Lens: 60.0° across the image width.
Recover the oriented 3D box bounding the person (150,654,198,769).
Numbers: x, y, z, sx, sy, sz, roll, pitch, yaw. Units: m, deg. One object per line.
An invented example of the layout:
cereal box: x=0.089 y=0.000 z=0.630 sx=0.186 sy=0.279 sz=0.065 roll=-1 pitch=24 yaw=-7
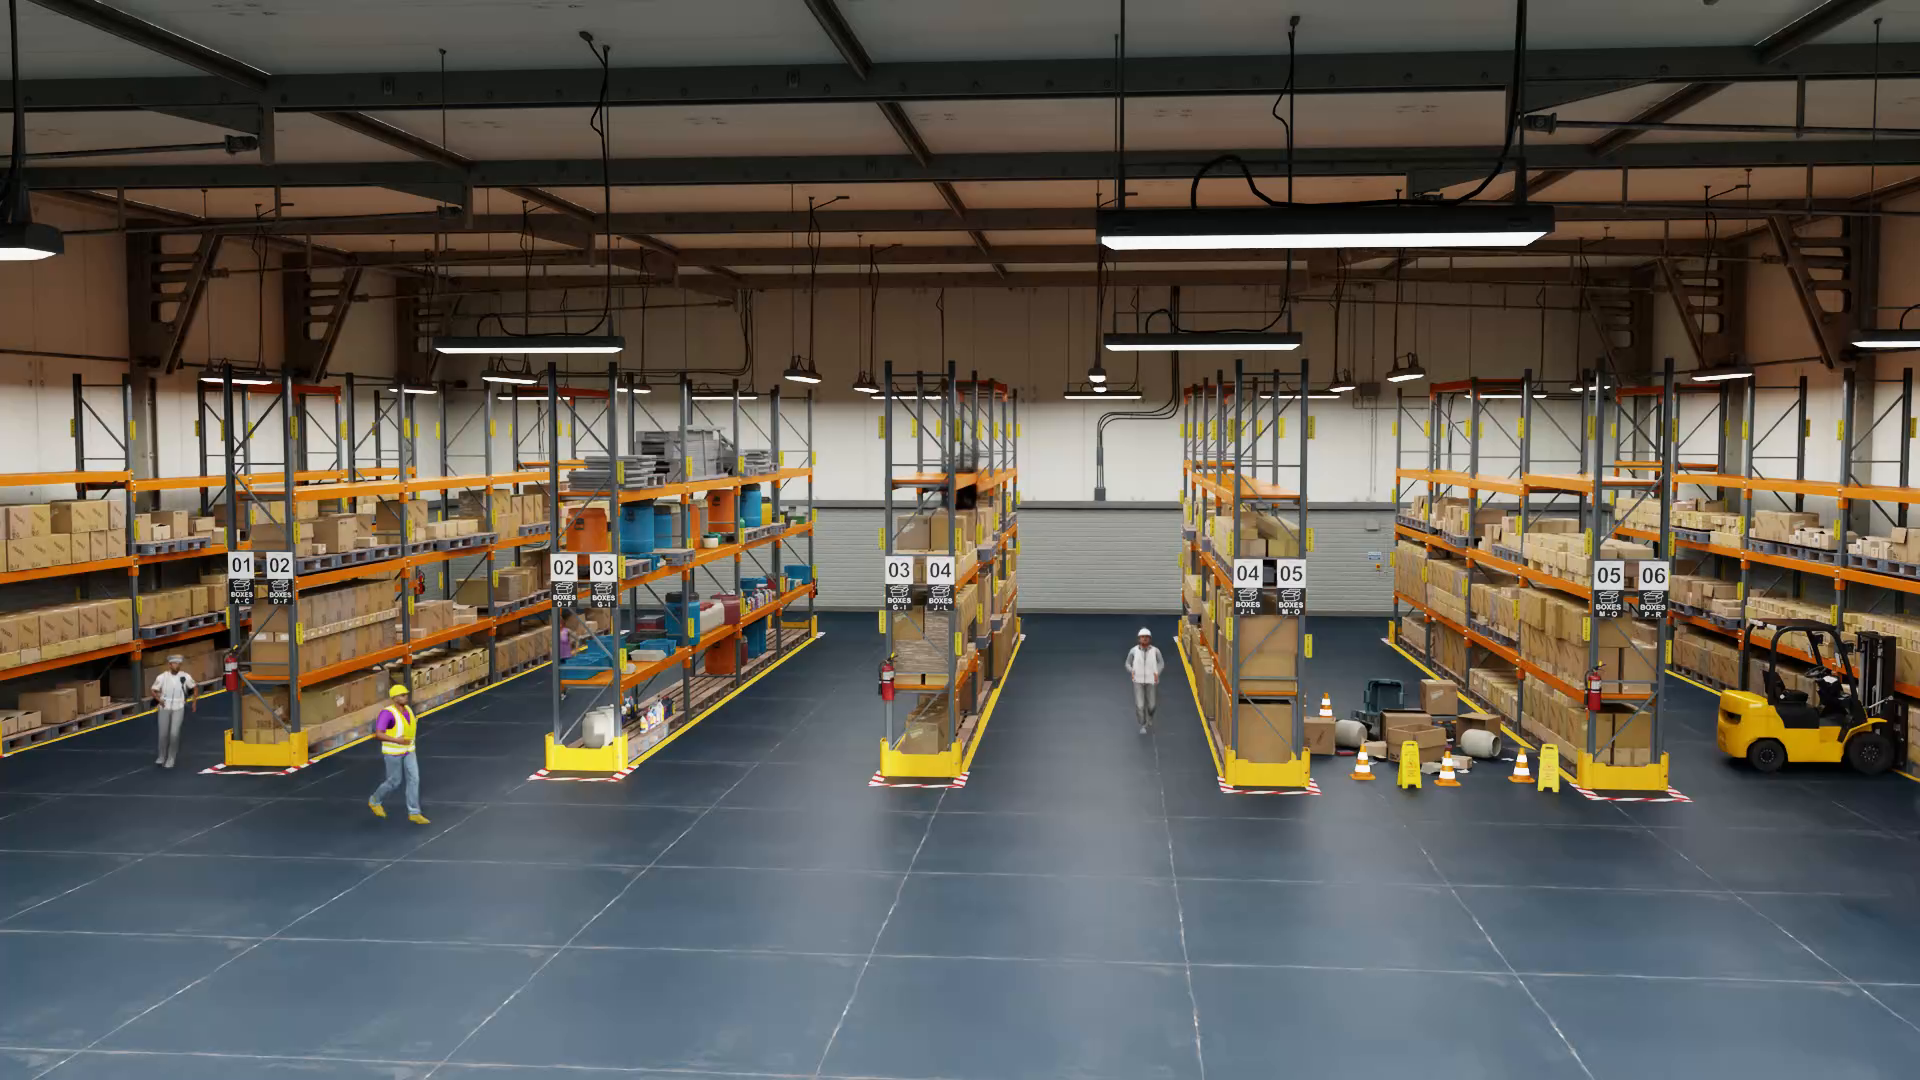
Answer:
person: x=-11.711 y=2.549 z=24.791 sx=0.645 sy=1.705 sz=0.623 roll=-2 pitch=4 yaw=-22

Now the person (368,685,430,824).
person: x=-7.174 y=2.723 z=21.191 sx=0.914 sy=1.773 sz=0.693 roll=2 pitch=4 yaw=27

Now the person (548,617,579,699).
person: x=-7.368 y=2.201 z=30.821 sx=0.537 sy=1.555 sz=0.632 roll=0 pitch=4 yaw=2

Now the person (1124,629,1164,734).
person: x=3.030 y=2.313 z=27.320 sx=0.656 sy=1.722 sz=0.541 roll=0 pitch=4 yaw=5
